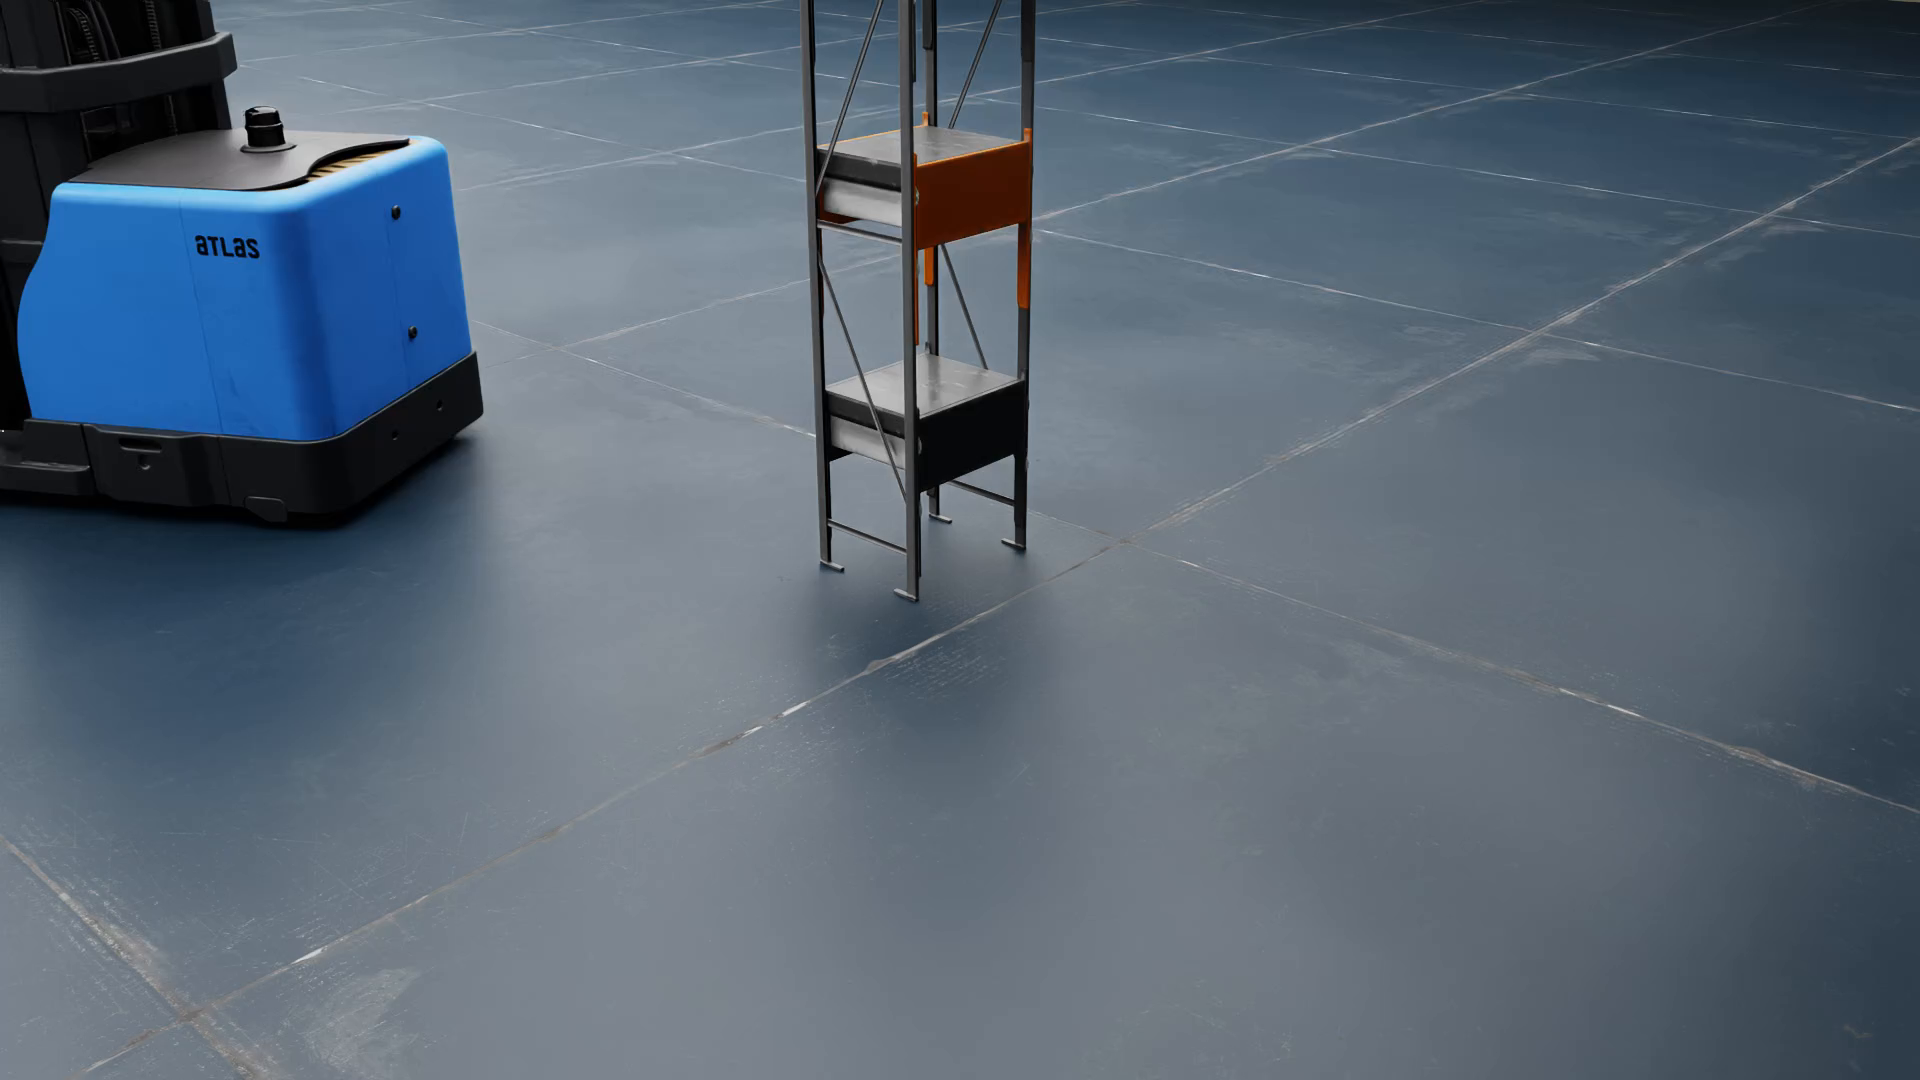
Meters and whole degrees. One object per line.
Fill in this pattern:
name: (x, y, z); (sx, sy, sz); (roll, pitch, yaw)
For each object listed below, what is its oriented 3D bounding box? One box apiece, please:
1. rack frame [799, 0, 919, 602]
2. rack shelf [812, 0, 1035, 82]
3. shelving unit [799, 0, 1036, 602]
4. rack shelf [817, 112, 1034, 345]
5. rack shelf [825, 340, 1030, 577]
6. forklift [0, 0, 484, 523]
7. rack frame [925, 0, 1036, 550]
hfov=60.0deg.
rack frame: (-0.273, -0.833, 4.542); (0.400, 2.100, 0.015); (20, 31, 38)
rack shelf: (-0.110, -1.534, 4.427); (0.431, 0.518, 0.480); (20, 31, 38)
shelving unit: (-0.110, -0.908, 4.708); (0.431, 2.100, 0.503); (20, 31, 38)
rack shelf: (-0.110, -0.895, 4.714); (0.431, 0.518, 0.480); (20, 31, 38)
rack shelf: (-0.110, -0.256, 5.000); (0.431, 0.518, 0.480); (20, 31, 38)
forklift: (-3.321, -1.689, 5.435); (3.031, 2.935, 1.130); (5, 25, 11)
rack frame: (0.052, -0.982, 4.874); (0.400, 2.100, 0.015); (20, 31, 38)
